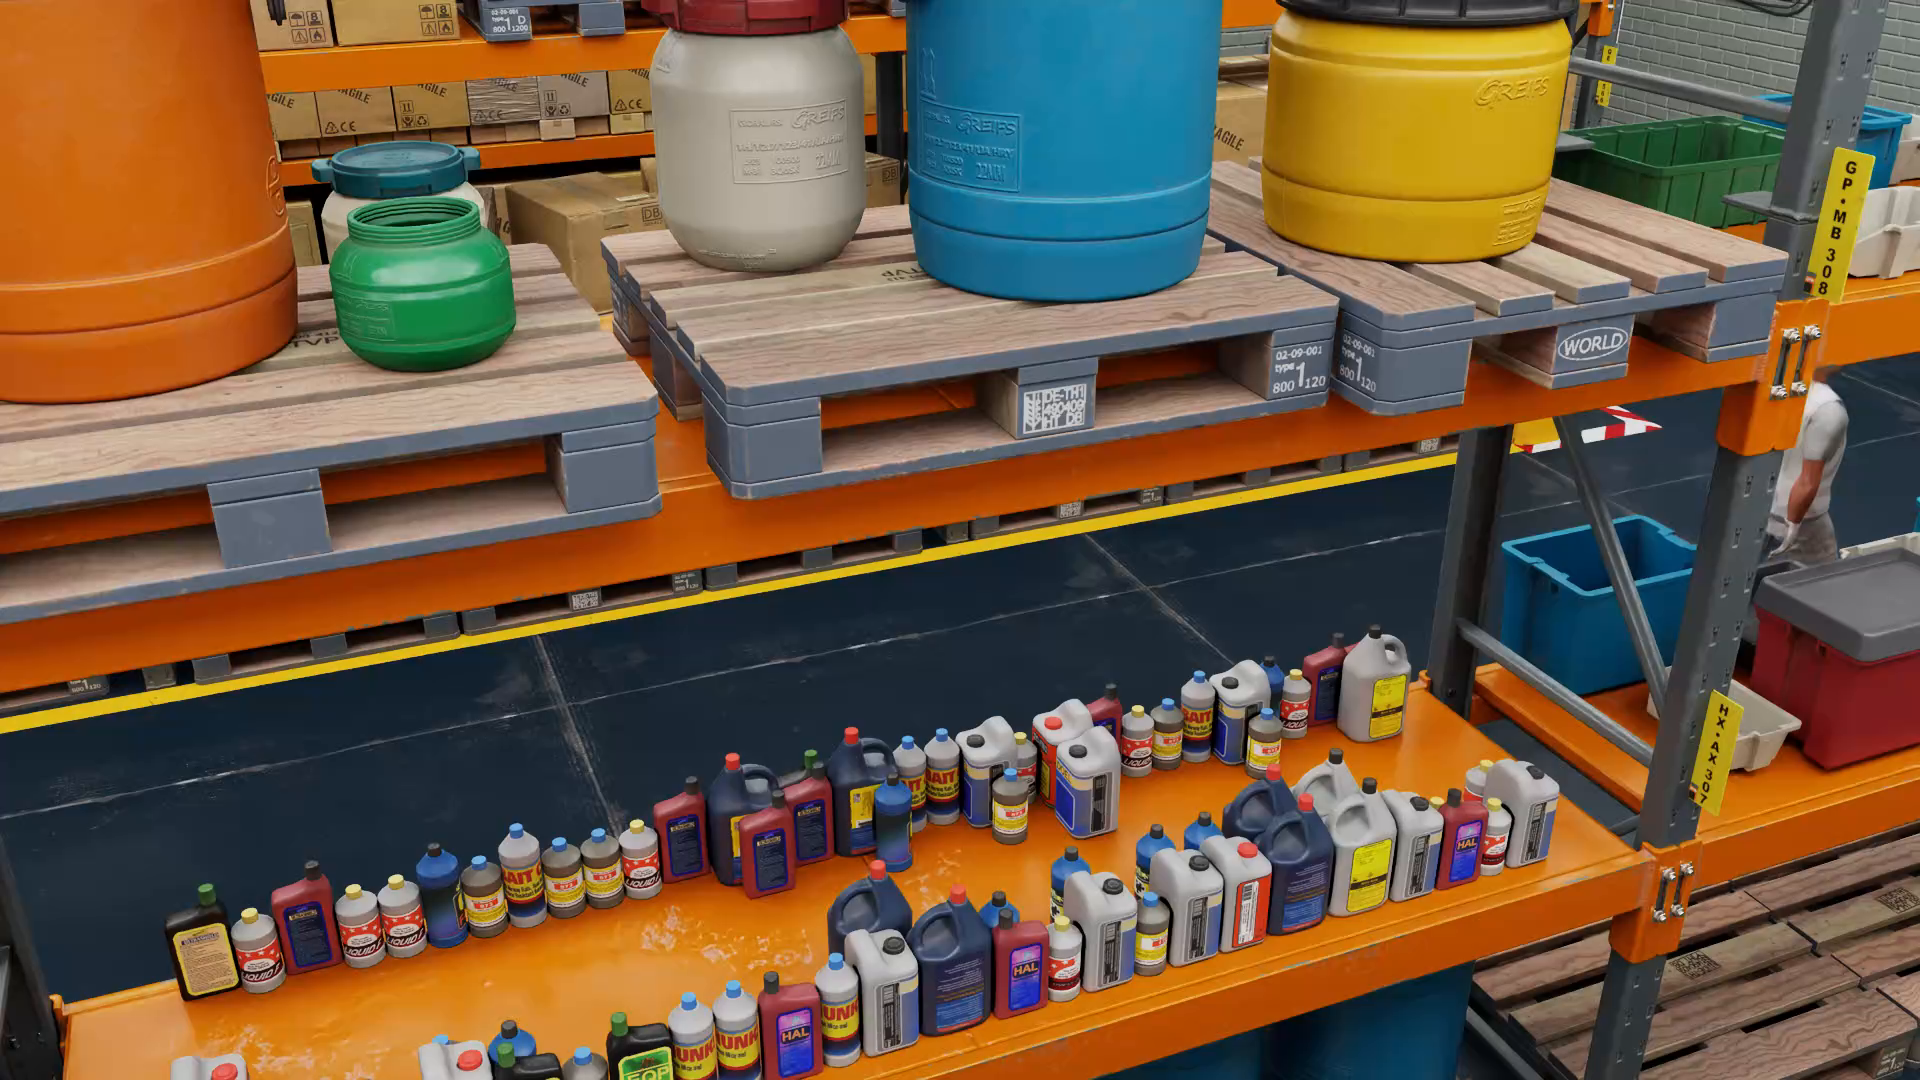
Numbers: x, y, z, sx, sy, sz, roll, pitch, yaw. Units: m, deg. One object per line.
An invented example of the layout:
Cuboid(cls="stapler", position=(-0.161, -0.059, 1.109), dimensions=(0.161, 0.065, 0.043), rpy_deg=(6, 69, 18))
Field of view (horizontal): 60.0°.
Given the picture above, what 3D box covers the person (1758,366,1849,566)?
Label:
Cuboid(cls="person", position=(3.775, -0.192, 7.438), dimensions=(0.971, 1.736, 0.528), rpy_deg=(-9, 27, -18))
